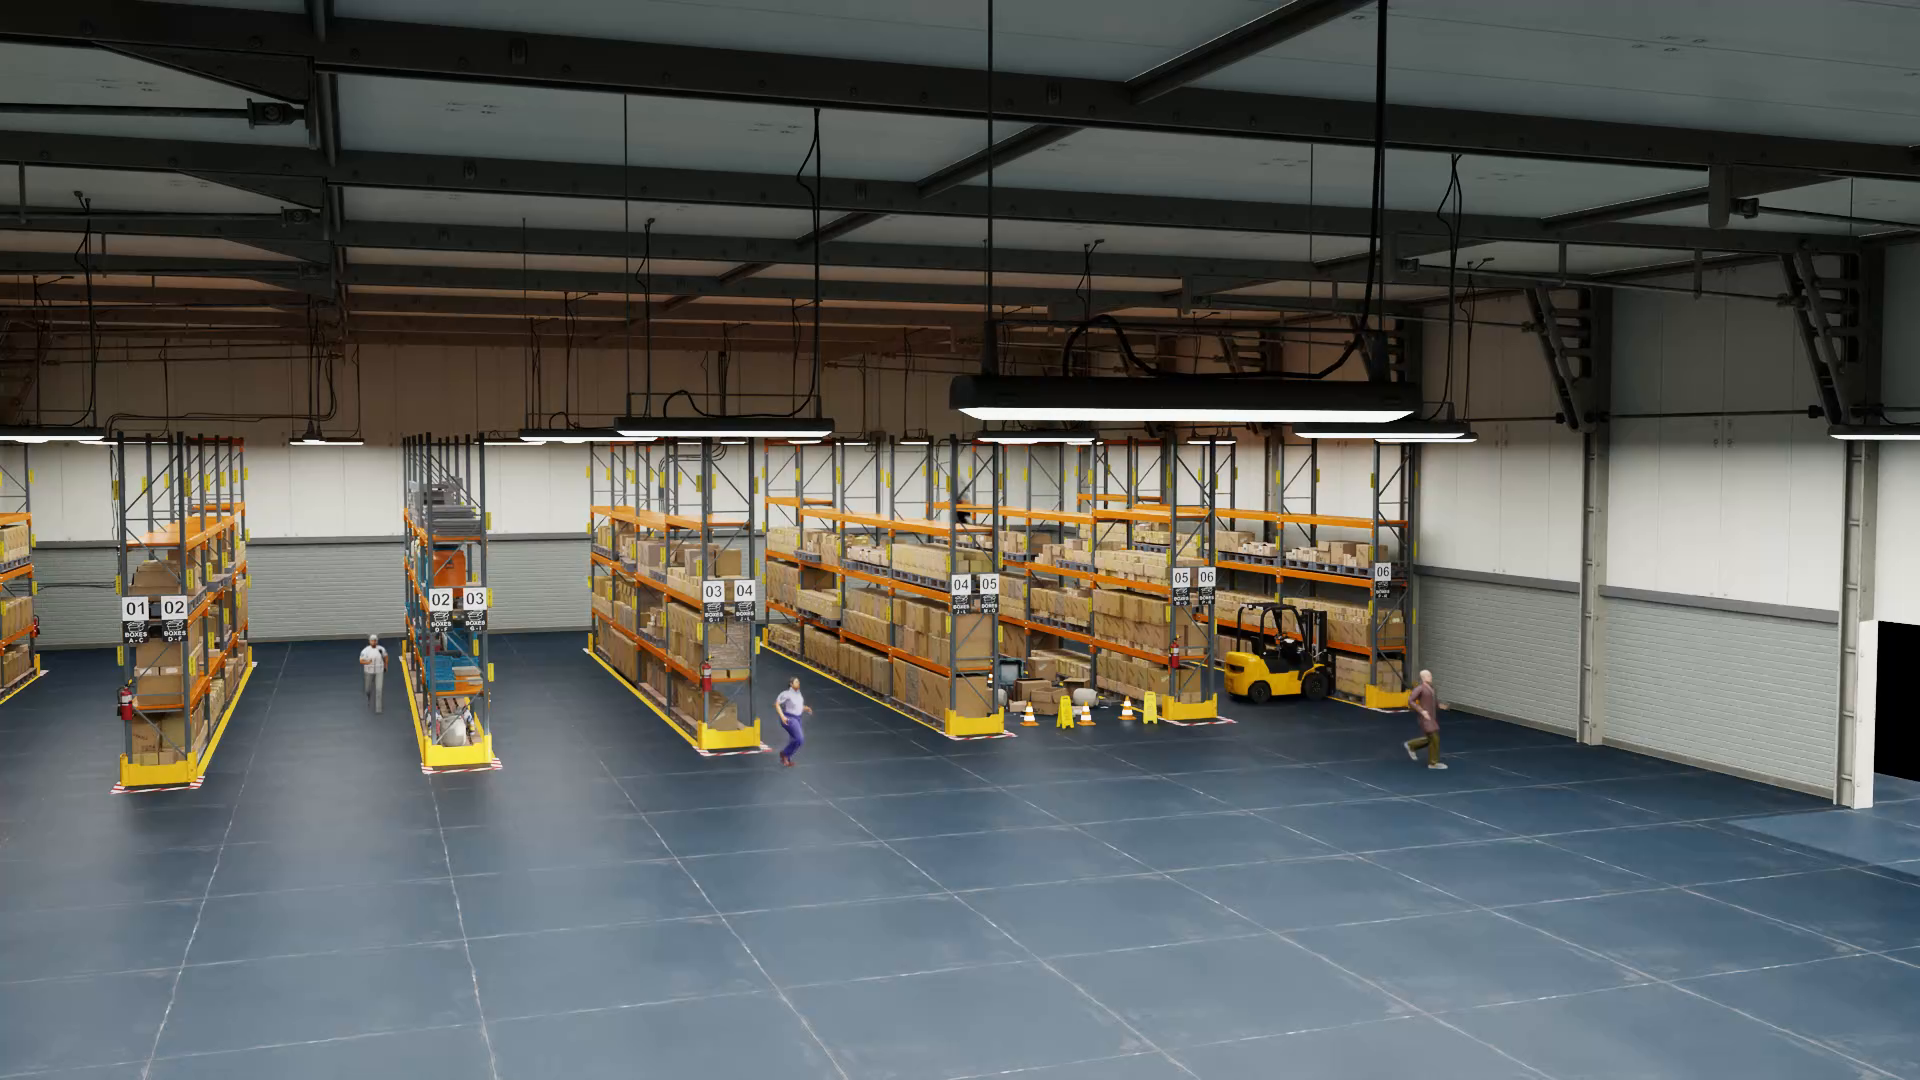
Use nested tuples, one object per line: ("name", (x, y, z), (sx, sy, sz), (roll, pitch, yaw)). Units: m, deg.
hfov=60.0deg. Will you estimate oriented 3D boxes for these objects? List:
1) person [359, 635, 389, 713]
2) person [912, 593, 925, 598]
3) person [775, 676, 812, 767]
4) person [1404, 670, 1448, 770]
("person", (-12.714, 2.884, 36.105), (0.614, 1.643, 0.917), (-1, 3, -22))
("person", (-1.165, 2.058, 51.364), (0.959, 1.683, 0.760), (-1, 3, -12))
("person", (-2.967, 3.256, 29.874), (0.588, 1.616, 0.609), (1, 3, 21))
("person", (8.323, 3.200, 29.739), (0.897, 1.745, 0.720), (3, 4, 42))
